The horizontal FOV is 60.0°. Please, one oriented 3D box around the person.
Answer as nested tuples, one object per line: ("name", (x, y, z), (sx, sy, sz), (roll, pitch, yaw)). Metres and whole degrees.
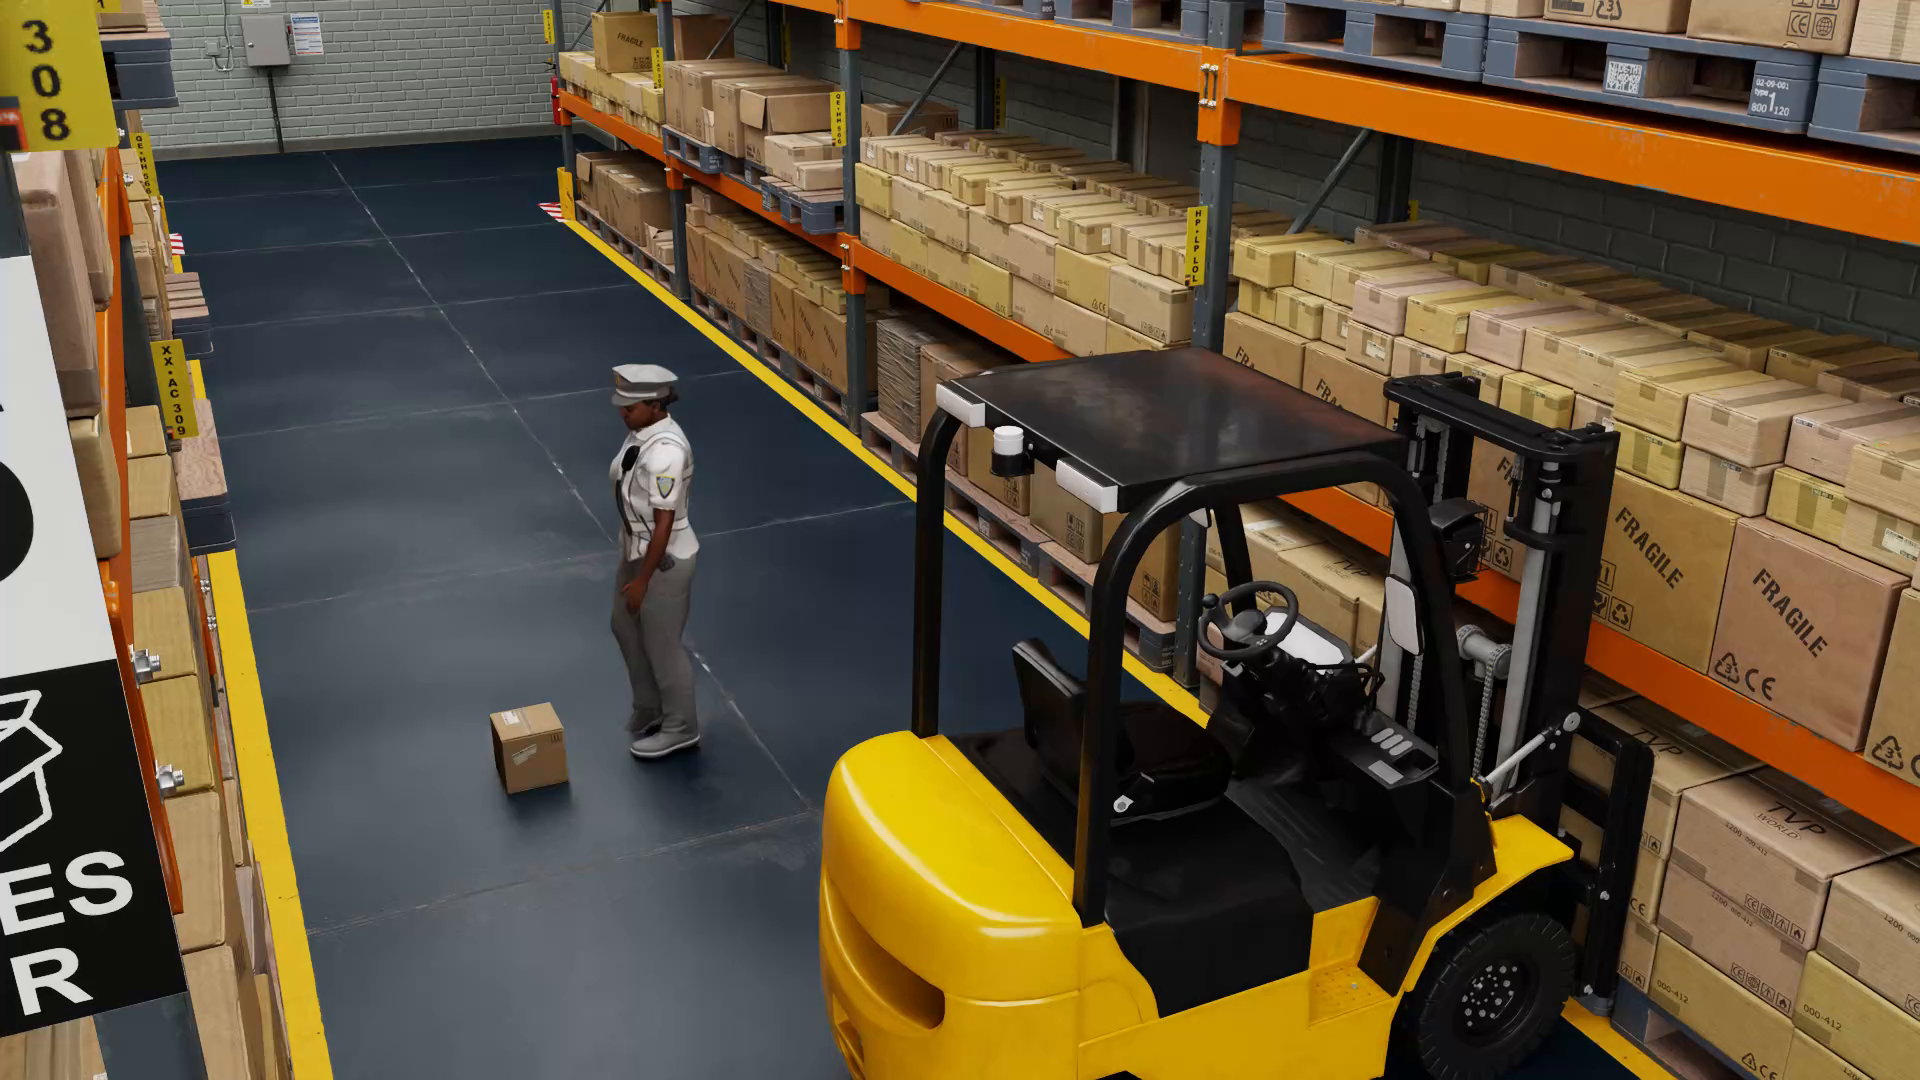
("person", (-1.266, 0.120, 6.842), (0.372, 1.742, 0.501), (-8, 24, -20))
